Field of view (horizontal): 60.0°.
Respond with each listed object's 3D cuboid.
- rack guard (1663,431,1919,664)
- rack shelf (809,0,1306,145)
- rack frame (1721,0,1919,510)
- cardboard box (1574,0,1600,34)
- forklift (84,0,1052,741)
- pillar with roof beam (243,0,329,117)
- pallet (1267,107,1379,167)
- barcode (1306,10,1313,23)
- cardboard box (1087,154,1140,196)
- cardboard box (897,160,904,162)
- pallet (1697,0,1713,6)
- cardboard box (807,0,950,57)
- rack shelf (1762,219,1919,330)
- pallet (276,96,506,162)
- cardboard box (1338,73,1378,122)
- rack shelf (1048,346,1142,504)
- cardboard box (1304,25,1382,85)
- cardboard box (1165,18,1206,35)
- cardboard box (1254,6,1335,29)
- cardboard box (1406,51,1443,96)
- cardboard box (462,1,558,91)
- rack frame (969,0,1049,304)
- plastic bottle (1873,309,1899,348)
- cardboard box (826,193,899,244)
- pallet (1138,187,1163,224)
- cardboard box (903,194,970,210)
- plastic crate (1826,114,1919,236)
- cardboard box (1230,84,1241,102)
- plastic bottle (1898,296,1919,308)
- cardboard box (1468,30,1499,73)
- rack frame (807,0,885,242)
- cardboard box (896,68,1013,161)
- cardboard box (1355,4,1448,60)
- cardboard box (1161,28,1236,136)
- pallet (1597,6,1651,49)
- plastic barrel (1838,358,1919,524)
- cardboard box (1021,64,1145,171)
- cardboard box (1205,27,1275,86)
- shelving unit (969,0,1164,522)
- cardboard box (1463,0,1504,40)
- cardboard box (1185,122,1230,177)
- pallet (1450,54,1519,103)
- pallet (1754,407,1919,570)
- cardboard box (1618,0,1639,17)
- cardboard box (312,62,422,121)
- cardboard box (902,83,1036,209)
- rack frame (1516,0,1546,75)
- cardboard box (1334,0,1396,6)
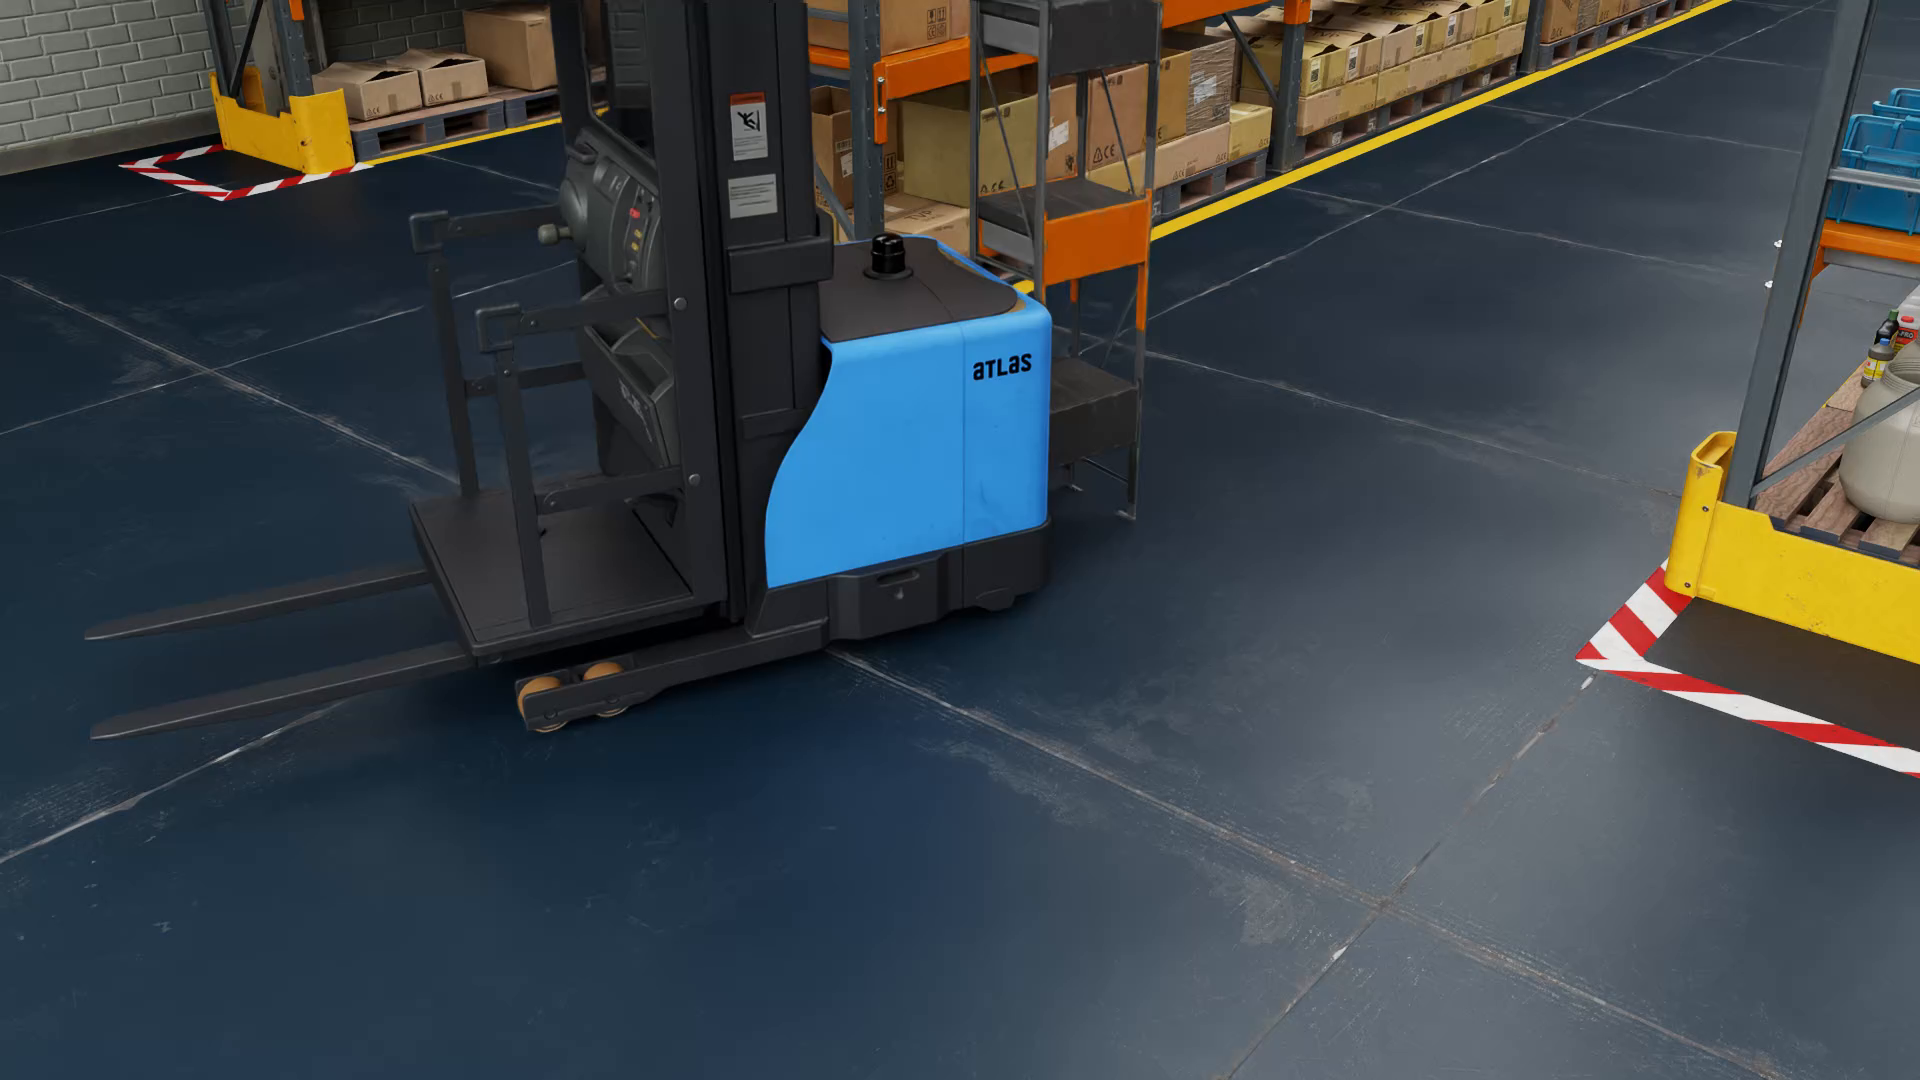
[{"bbox_3d":[3.050,0.054,5.602,1.175,0.500,0.348,21,34,34],"label":"rack guard"},{"bbox_3d":[0.490,-2.855,9.286,1.077,0.370,4.000,21,34,34],"label":"rack shelf"},{"bbox_3d":[3.038,-1.016,4.949,1.000,3.000,0.127,21,34,34],"label":"rack frame"},{"bbox_3d":[5.145,-4.652,14.219,0.500,0.500,0.500,19,33,33],"label":"cardboard box"},{"bbox_3d":[-1.240,-0.989,4.972,3.031,2.935,1.130,-13,30,-23],"label":"forklift"},{"bbox_3d":[-1.507,-5.819,7.704,9.100,9.000,0.400,21,34,34],"label":"pillar with roof beam"},{"bbox_3d":[2.201,-2.917,11.659,1.003,0.211,1.213,21,34,34],"label":"pallet"},{"bbox_3d":[2.246,-3.364,10.684,0.001,0.075,0.075,21,34,34],"label":"barcode"},{"bbox_3d":[0.686,-2.087,9.554,0.500,0.250,0.500,21,34,34],"label":"cardboard box"},{"bbox_3d":[-0.044,-2.065,9.513,0.500,0.250,0.500,21,34,34],"label":"cardboard box"},{"bbox_3d":[7.288,-5.724,17.085,1.003,0.211,1.213,21,34,34],"label":"pallet"},{"bbox_3d":[-0.475,-2.671,8.040,0.700,0.500,0.500,21,34,34],"label":"cardboard box"},{"bbox_3d":[4.310,-1.406,6.485,1.077,0.370,4.000,21,34,34],"label":"rack shelf"},{"bbox_3d":[-4.015,-2.977,11.776,1.003,0.211,1.213,21,34,34],"label":"pallet"},{"bbox_3d":[2.536,-3.100,11.513,0.500,0.250,0.500,22,34,36],"label":"cardboard box"},{"bbox_3d":[0.354,-0.378,6.249,0.480,0.518,0.431,-19,33,-32],"label":"rack shelf"},{"bbox_3d":[2.540,-3.347,11.381,0.500,0.311,0.500,20,34,34],"label":"cardboard box"},{"bbox_3d":[1.226,-3.109,10.714,0.500,0.500,0.500,21,34,34],"label":"cardboard box"},{"bbox_3d":[2.444,-3.687,12.038,0.500,0.311,0.500,21,34,34],"label":"cardboard box"},{"bbox_3d":[3.188,-3.464,12.218,0.500,0.250,0.500,22,34,35],"label":"cardboard box"},{"bbox_3d":[-3.230,-3.663,12.308,0.700,0.500,0.500,18,33,31],"label":"cardboard box"},{"bbox_3d":[0.158,-0.945,5.792,0.015,2.100,0.400,-19,33,-32],"label":"rack frame"},{"bbox_3d":[3.928,-0.831,7.069,0.061,0.283,0.133,22,34,36],"label":"plastic bottle"},{"bbox_3d":[-0.669,-1.707,8.820,0.500,0.250,0.500,21,34,34],"label":"cardboard box"},{"bbox_3d":[0.448,-1.940,9.771,1.003,0.211,1.213,21,34,34],"label":"pallet"},{"bbox_3d":[0.046,-1.734,8.872,0.500,0.250,0.500,21,34,34],"label":"cardboard box"},{"bbox_3d":[3.125,-1.215,5.496,0.499,0.251,0.616,21,34,34],"label":"plastic crate"},{"bbox_3d":[1.802,-3.080,11.475,0.500,0.250,0.500,20,34,34],"label":"cardboard box"},{"bbox_3d":[4.137,-0.911,7.233,0.152,0.276,0.135,20,33,33],"label":"plastic bottle"},{"bbox_3d":[3.835,-3.825,12.915,0.500,0.250,0.500,20,34,34],"label":"cardboard box"},{"bbox_3d":[-0.782,-2.465,7.750,1.000,3.000,0.127,21,34,34],"label":"rack frame"},{"bbox_3d":[-0.046,-2.399,9.343,0.500,0.500,0.500,21,34,34],"label":"cardboard box"},{"bbox_3d":[3.194,-3.717,12.095,0.500,0.311,0.500,22,34,36],"label":"cardboard box"},{"bbox_3d":[1.309,-2.779,10.077,0.500,0.500,0.500,21,34,34],"label":"cardboard box"},{"bbox_3d":[5.587,-4.747,15.197,1.003,0.211,1.213,21,34,34],"label":"pallet"},{"bbox_3d":[3.397,-0.353,5.919,0.421,0.512,0.421,0,27,0],"label":"plastic barrel"},{"bbox_3d":[0.687,-2.419,9.382,0.500,0.500,0.500,21,34,34],"label":"cardboard box"},{"bbox_3d":[1.798,-3.325,11.338,0.500,0.311,0.500,21,34,34],"label":"cardboard box"},{"bbox_3d":[0.354,-1.012,5.921,0.503,2.100,0.431,-19,33,-32],"label":"shelving unit"},{"bbox_3d":[3.838,-4.072,12.782,0.500,0.311,0.500,20,34,34],"label":"cardboard box"},{"bbox_3d":[1.310,-2.446,10.249,0.500,0.250,0.500,21,34,34],"label":"cardboard box"},{"bbox_3d":[3.753,-3.782,13.332,1.003,0.211,1.213,21,34,34],"label":"pallet"},{"bbox_3d":[3.571,-0.105,6.222,1.003,0.211,1.213,21,34,34],"label":"pallet"},{"bbox_3d":[5.796,-5.015,14.920,0.500,0.500,0.500,19,33,33],"label":"cardboard box"},{"bbox_3d":[-4.097,-3.132,11.486,0.500,0.311,0.500,17,32,29],"label":"cardboard box"},{"bbox_3d":[0.047,-2.066,8.699,0.500,0.500,0.500,21,34,34],"label":"cardboard box"},{"bbox_3d":[4.306,-5.301,13.233,1.000,3.000,0.127,21,34,34],"label":"rack frame"},{"bbox_3d":[3.093,-4.047,12.733,0.500,0.311,0.500,20,33,33],"label":"cardboard box"}]
